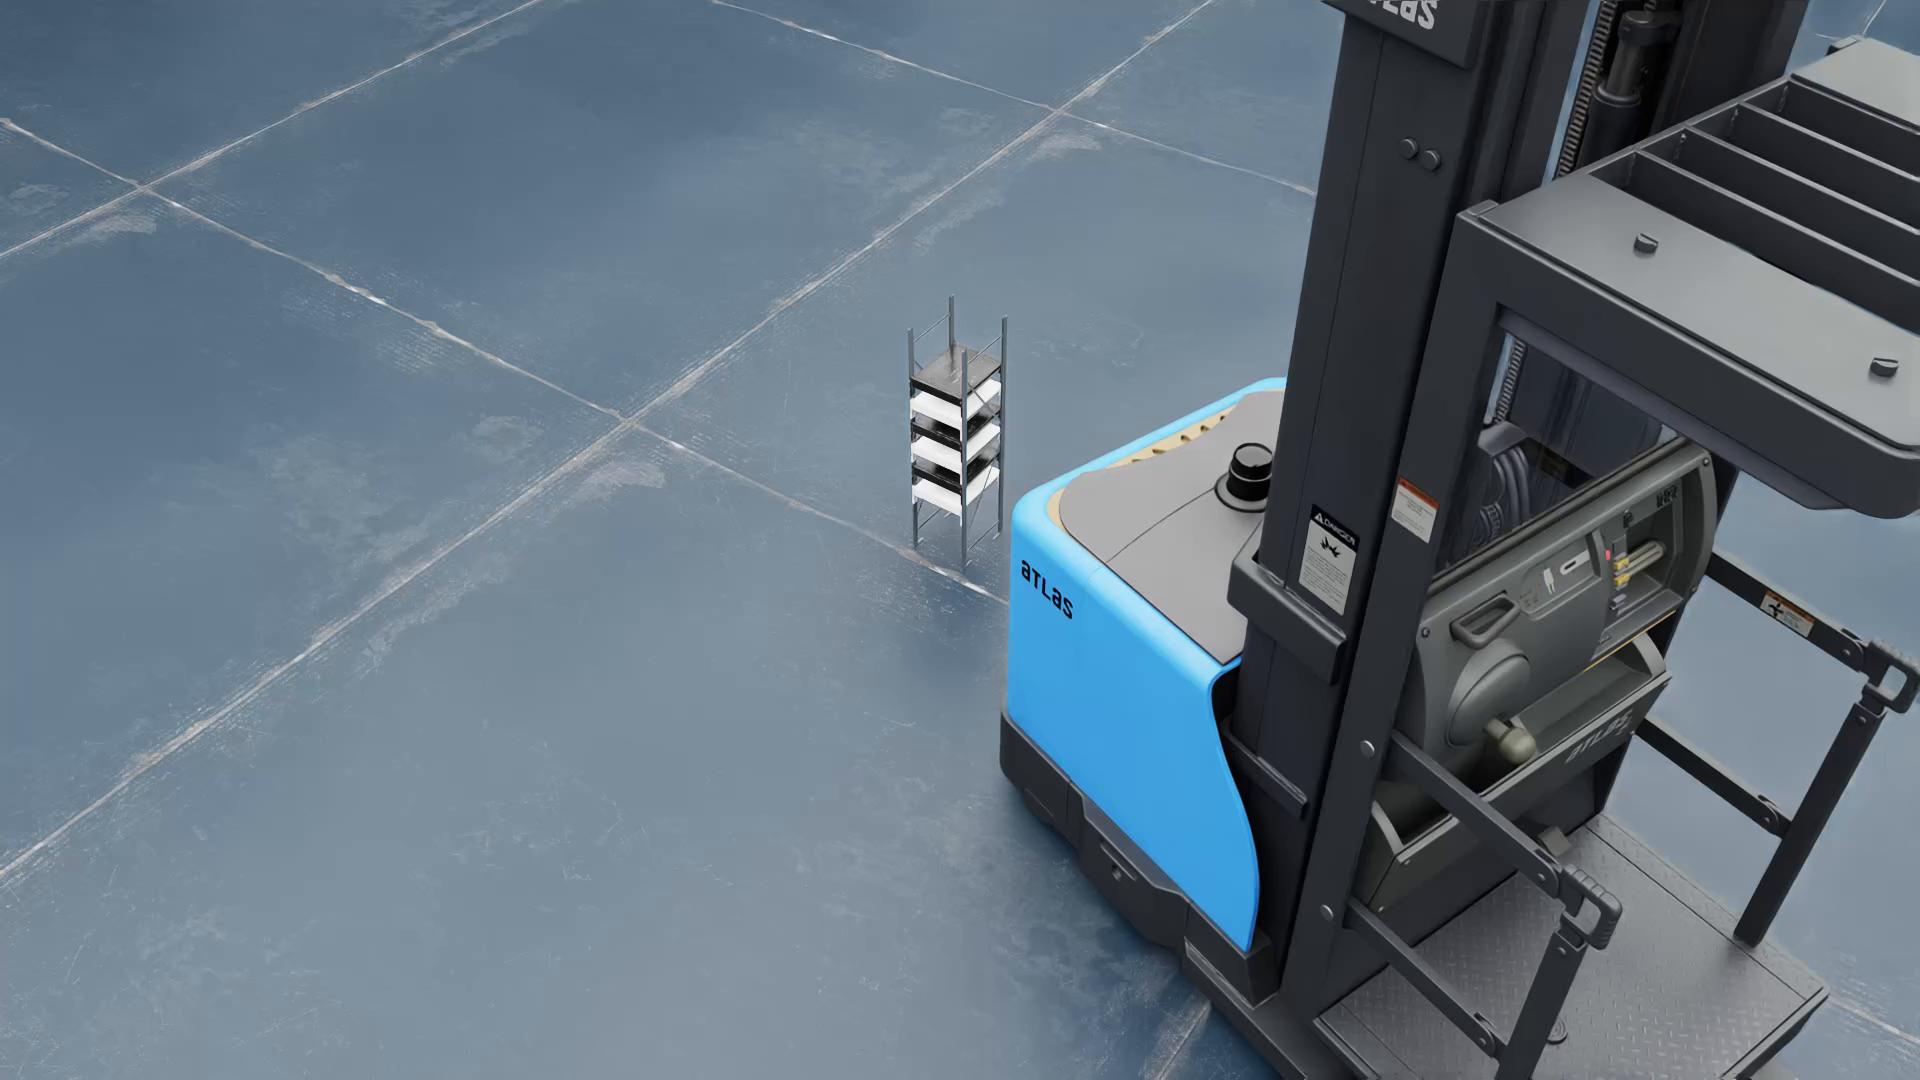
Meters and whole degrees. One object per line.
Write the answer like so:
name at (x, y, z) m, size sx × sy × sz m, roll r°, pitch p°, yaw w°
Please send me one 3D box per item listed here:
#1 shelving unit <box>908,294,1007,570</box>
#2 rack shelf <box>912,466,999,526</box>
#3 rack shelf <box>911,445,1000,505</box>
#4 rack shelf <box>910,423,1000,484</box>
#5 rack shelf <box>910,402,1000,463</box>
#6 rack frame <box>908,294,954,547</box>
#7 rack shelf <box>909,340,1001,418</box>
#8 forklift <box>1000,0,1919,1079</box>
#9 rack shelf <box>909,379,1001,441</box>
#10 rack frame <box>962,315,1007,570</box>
shelving unit at (-0.007, -0.338, 5.453) m, size 0.210 × 0.900 × 0.258 m, roll 25°, pitch 48°, yaw 25°
rack shelf at (-0.007, -0.179, 5.596) m, size 0.200 × 0.077 × 0.258 m, roll 25°, pitch 48°, yaw 25°
rack shelf at (-0.007, -0.247, 5.536) m, size 0.200 × 0.077 × 0.258 m, roll 25°, pitch 48°, yaw 25°
rack shelf at (-0.007, -0.314, 5.476) m, size 0.200 × 0.077 × 0.258 m, roll 25°, pitch 48°, yaw 25°
rack shelf at (-0.007, -0.381, 5.416) m, size 0.200 × 0.077 × 0.258 m, roll 25°, pitch 48°, yaw 25°
rack frame at (-0.090, -0.377, 5.497) m, size 0.006 × 0.900 × 0.240 m, roll 25°, pitch 48°, yaw 25°
rack shelf at (-0.007, -0.515, 5.296) m, size 0.200 × 0.077 × 0.258 m, roll 25°, pitch 48°, yaw 25°
forklift at (1.390, 0.210, 3.317) m, size 1.130 × 2.935 × 3.031 m, roll -26°, pitch 48°, yaw -26°
rack shelf at (-0.007, -0.448, 5.356) m, size 0.200 × 0.077 × 0.258 m, roll 25°, pitch 48°, yaw 25°
rack frame at (0.077, -0.300, 5.410) m, size 0.006 × 0.900 × 0.240 m, roll 25°, pitch 48°, yaw 25°
